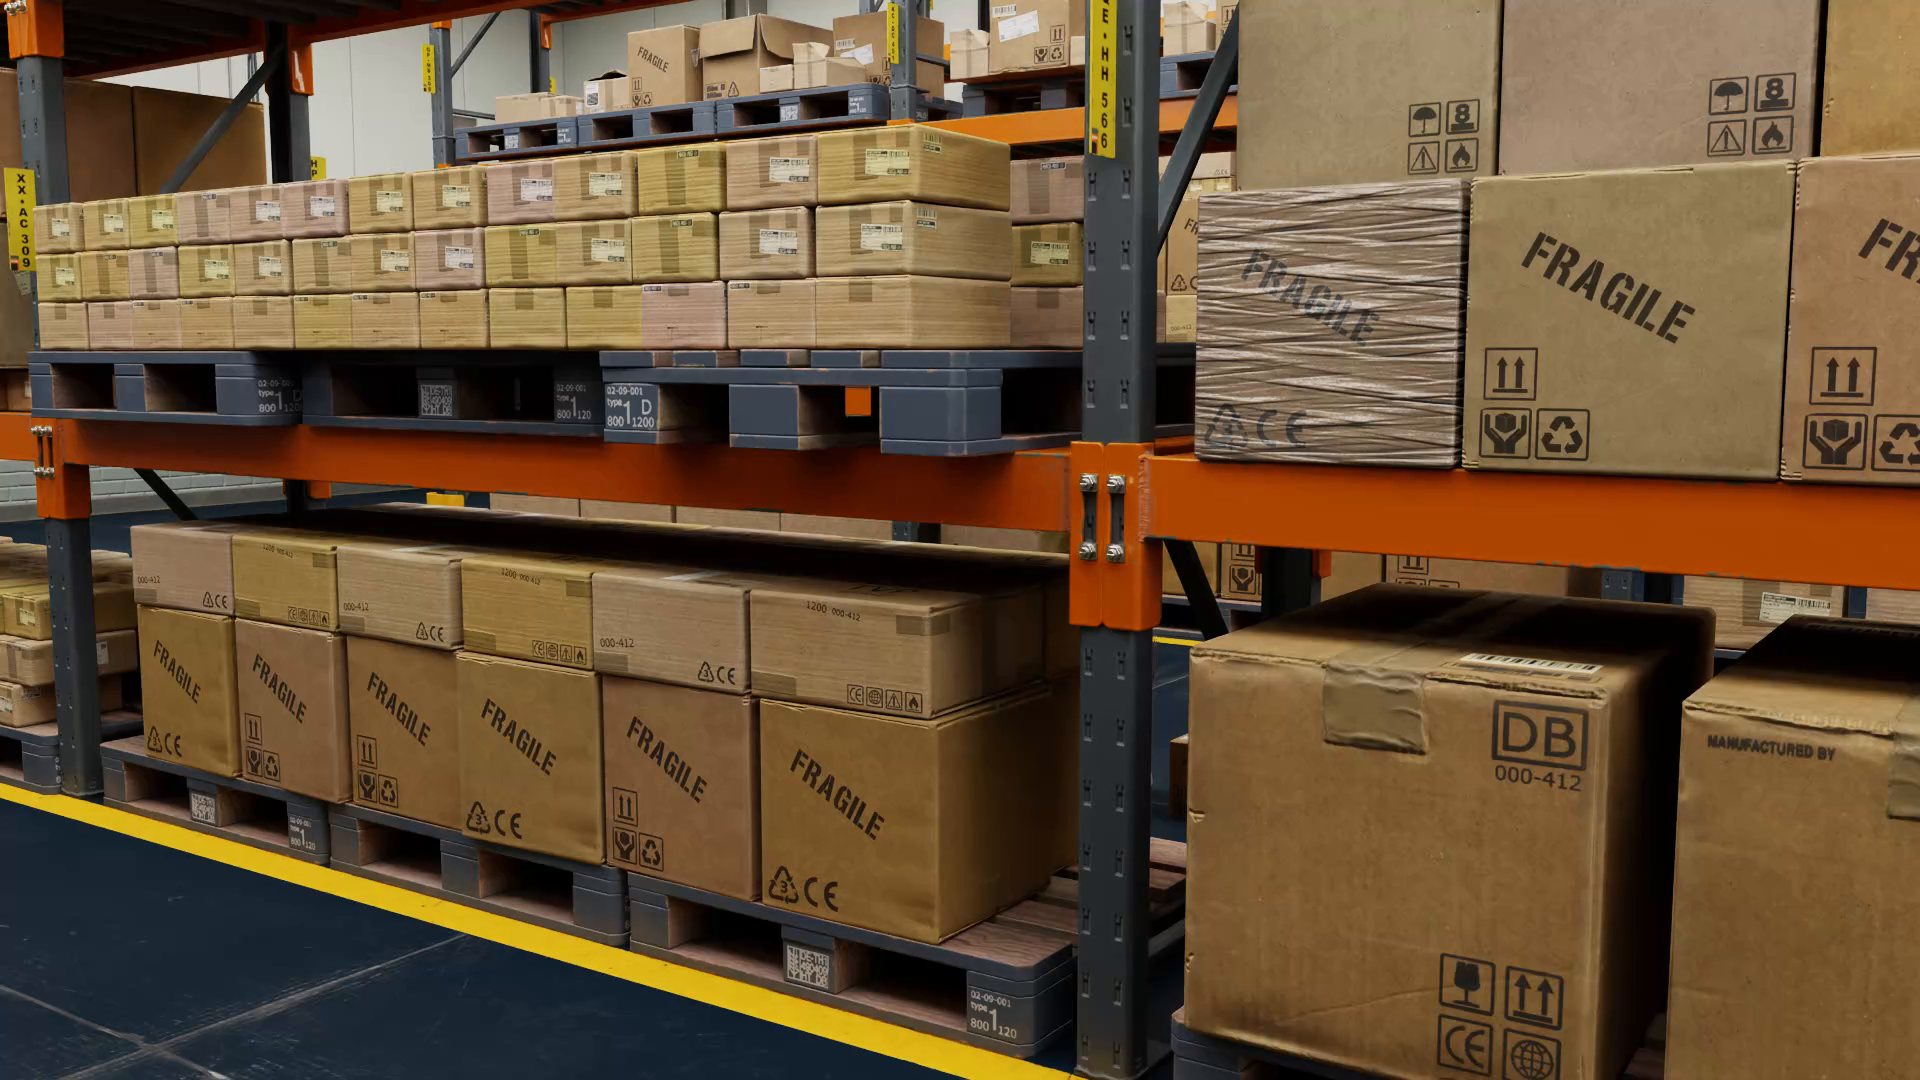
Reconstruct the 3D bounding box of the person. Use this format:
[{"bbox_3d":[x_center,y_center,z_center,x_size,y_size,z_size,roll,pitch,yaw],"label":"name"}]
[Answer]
[{"bbox_3d":[0.483,0.064,5.655,0.388,1.627,0.470,4,8,35],"label":"person"}]
